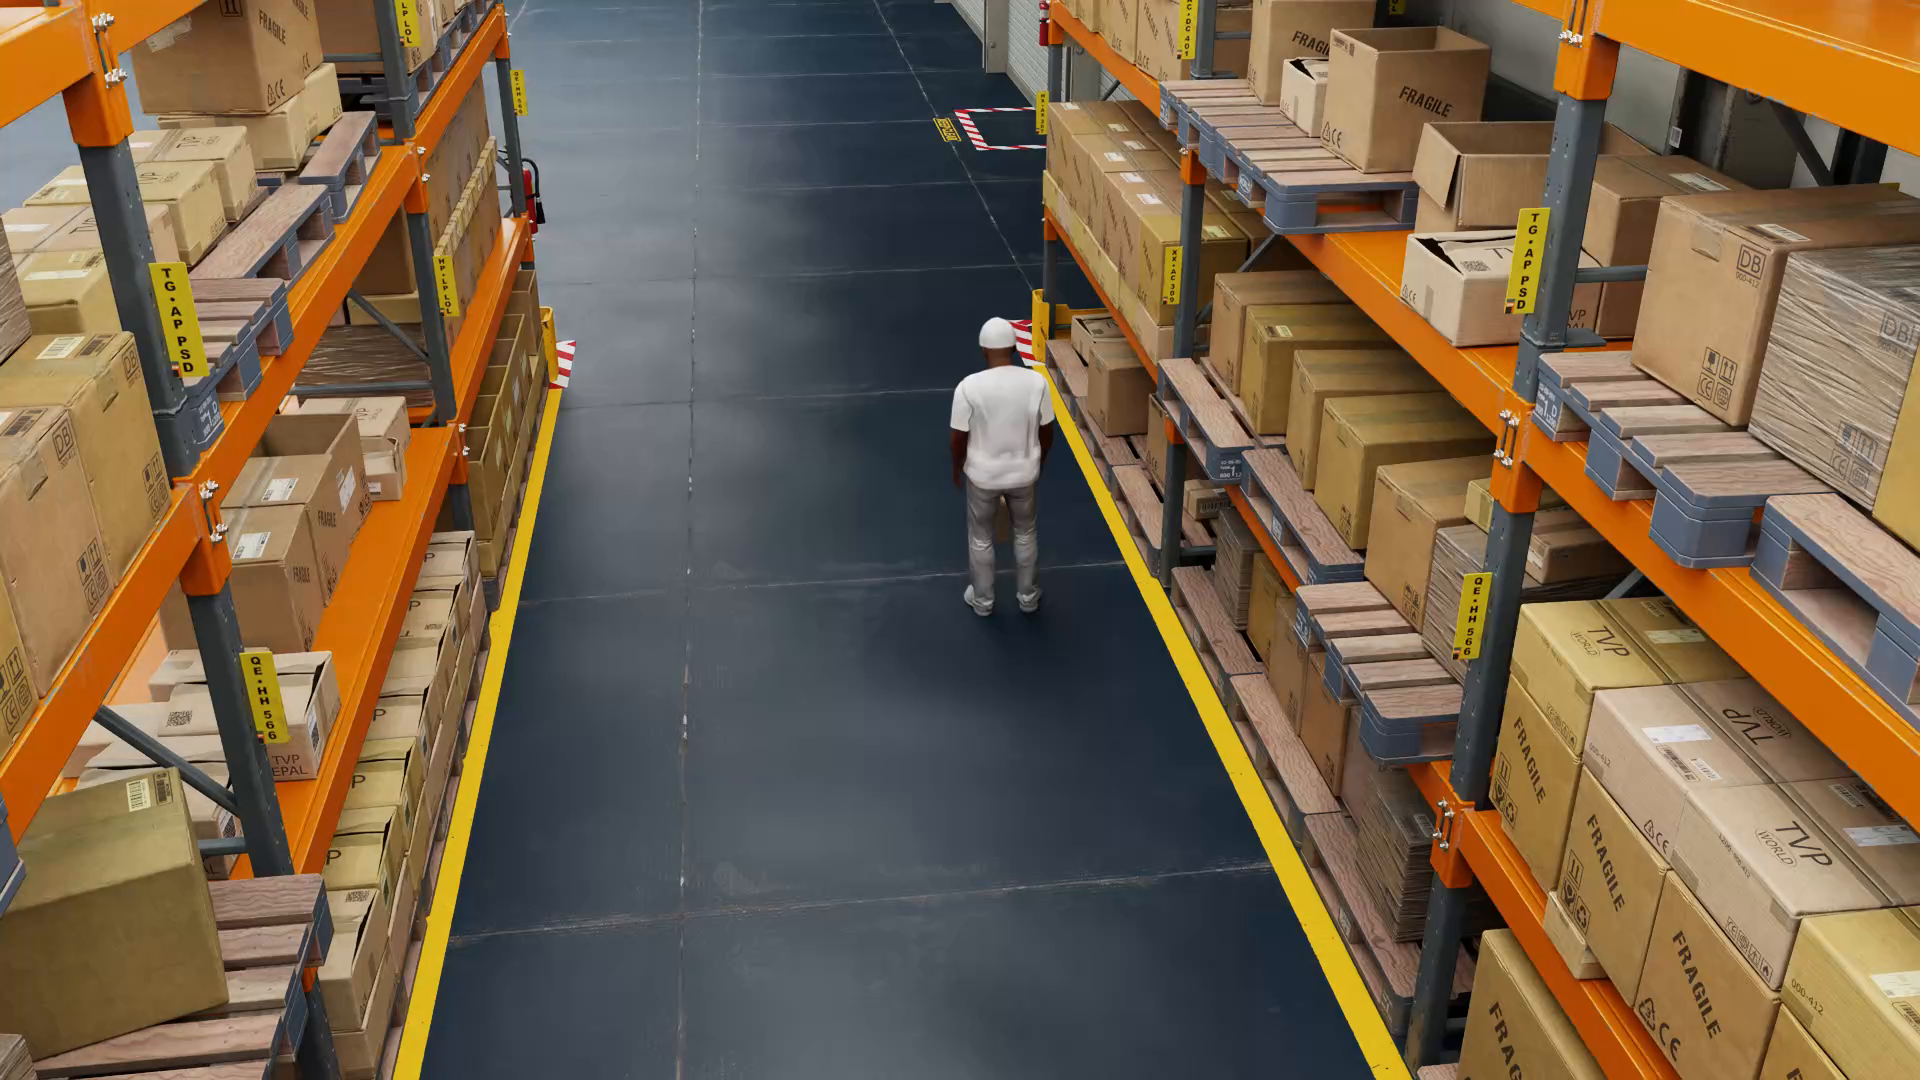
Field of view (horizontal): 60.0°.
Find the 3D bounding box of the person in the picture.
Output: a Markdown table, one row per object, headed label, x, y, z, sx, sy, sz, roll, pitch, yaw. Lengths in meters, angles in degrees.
| label | x | y | z | sx | sy | sz | roll | pitch | yaw |
| --- | --- | --- | --- | --- | --- | --- | --- | --- | --- |
| person | 0.231 | -0.393 | 9.365 | 0.592 | 1.764 | 0.430 | -4 | 27 | -8 |
